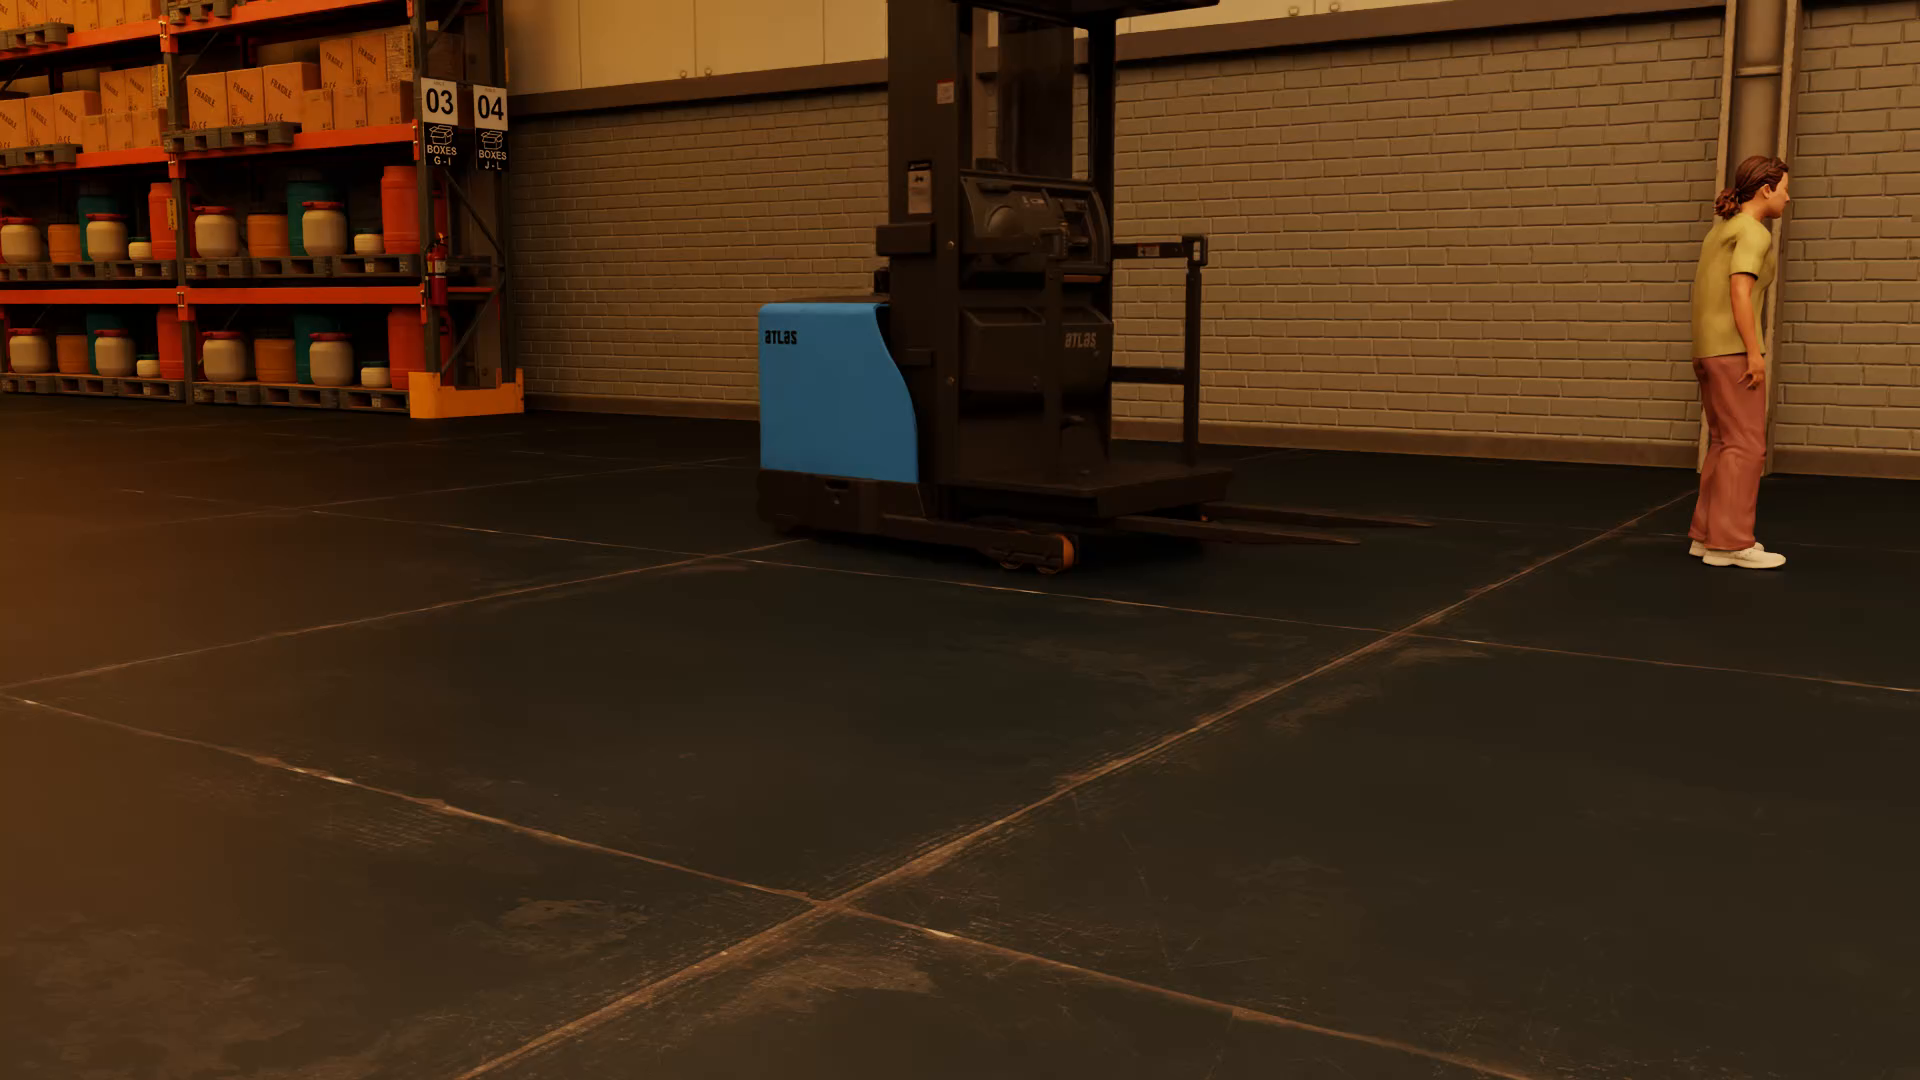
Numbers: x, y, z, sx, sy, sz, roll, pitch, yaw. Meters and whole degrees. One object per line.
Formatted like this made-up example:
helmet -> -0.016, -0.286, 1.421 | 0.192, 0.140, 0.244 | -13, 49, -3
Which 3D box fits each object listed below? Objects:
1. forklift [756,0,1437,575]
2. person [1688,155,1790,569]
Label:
forklift -> 0.491, -1.394, 6.997 | 3.031, 2.935, 1.130 | 7, 11, 41
person -> 3.225, -0.741, 6.884 | 0.365, 1.671, 0.515 | 1, 8, 9
